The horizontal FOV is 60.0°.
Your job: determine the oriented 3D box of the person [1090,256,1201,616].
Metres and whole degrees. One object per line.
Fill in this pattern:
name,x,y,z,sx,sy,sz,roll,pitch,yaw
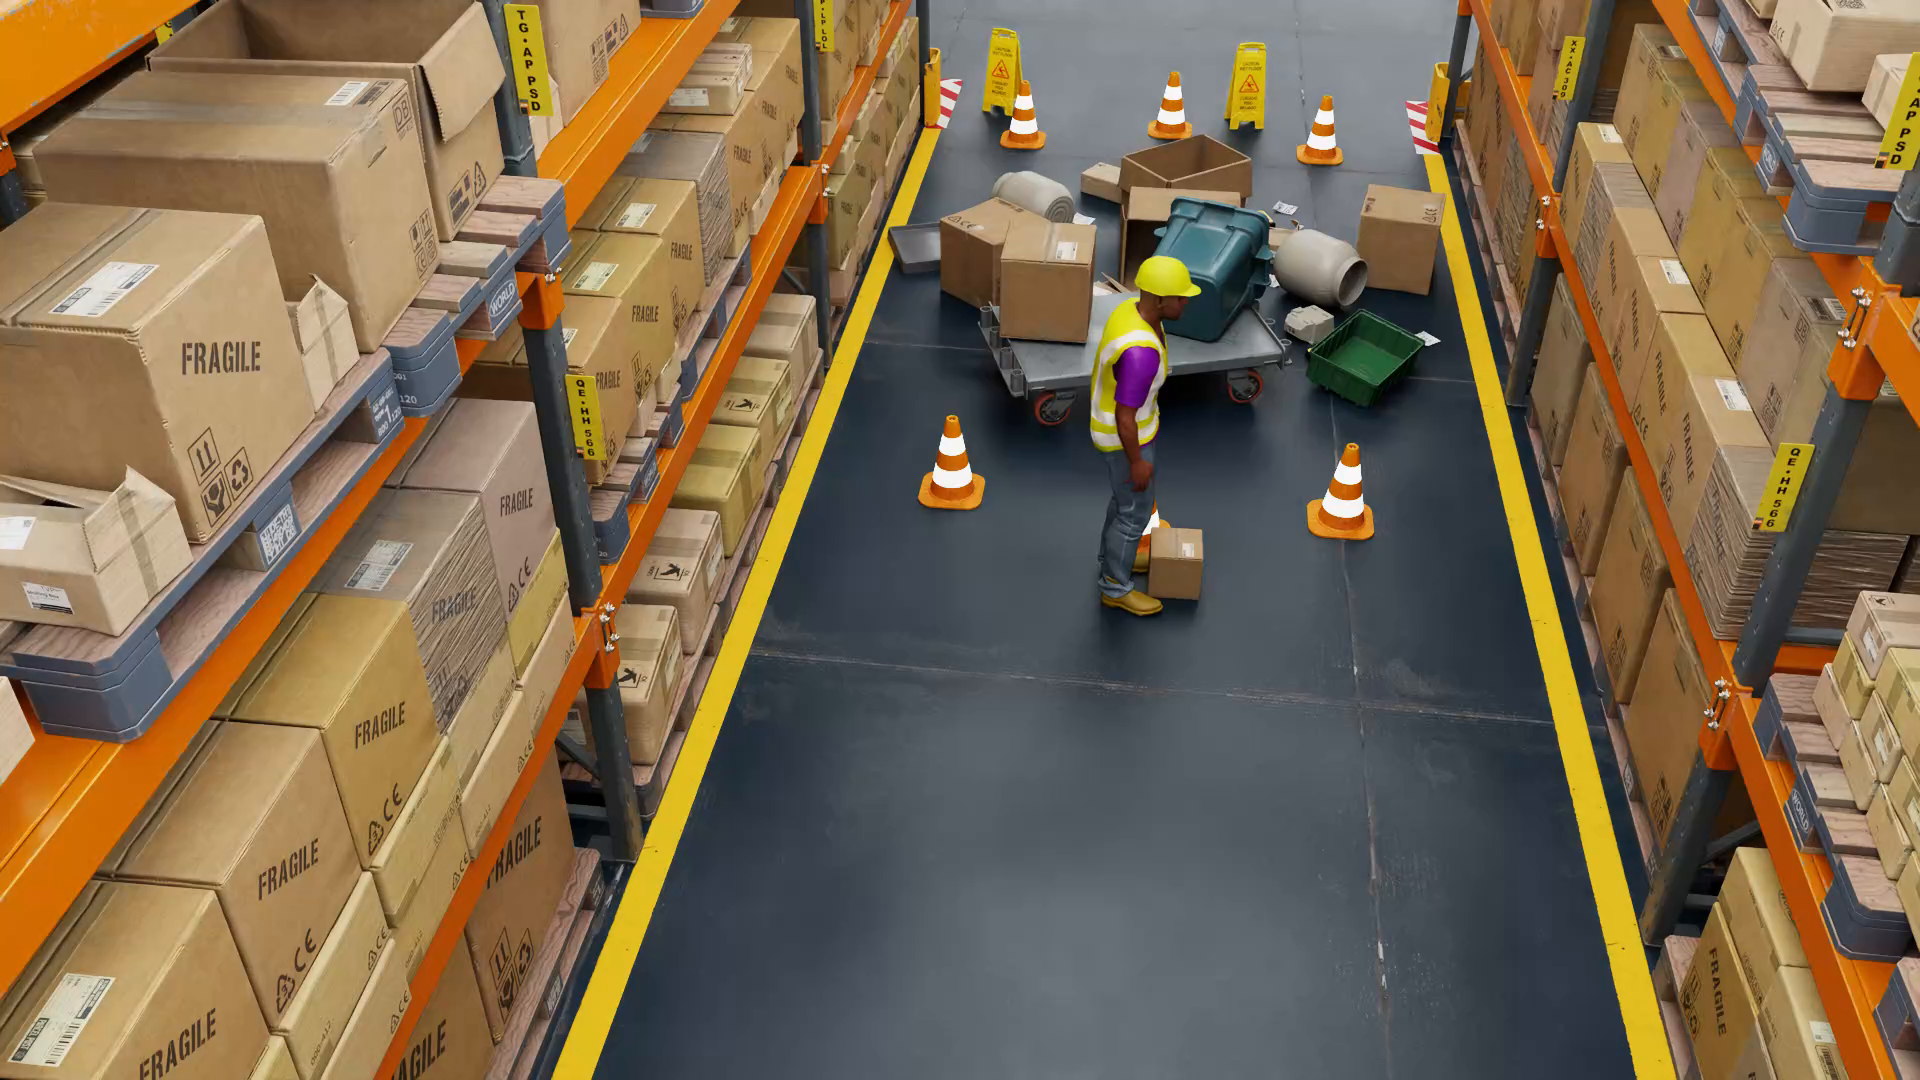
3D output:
person,0.825,-0.504,7.719,0.457,1.761,0.628,5,36,6
